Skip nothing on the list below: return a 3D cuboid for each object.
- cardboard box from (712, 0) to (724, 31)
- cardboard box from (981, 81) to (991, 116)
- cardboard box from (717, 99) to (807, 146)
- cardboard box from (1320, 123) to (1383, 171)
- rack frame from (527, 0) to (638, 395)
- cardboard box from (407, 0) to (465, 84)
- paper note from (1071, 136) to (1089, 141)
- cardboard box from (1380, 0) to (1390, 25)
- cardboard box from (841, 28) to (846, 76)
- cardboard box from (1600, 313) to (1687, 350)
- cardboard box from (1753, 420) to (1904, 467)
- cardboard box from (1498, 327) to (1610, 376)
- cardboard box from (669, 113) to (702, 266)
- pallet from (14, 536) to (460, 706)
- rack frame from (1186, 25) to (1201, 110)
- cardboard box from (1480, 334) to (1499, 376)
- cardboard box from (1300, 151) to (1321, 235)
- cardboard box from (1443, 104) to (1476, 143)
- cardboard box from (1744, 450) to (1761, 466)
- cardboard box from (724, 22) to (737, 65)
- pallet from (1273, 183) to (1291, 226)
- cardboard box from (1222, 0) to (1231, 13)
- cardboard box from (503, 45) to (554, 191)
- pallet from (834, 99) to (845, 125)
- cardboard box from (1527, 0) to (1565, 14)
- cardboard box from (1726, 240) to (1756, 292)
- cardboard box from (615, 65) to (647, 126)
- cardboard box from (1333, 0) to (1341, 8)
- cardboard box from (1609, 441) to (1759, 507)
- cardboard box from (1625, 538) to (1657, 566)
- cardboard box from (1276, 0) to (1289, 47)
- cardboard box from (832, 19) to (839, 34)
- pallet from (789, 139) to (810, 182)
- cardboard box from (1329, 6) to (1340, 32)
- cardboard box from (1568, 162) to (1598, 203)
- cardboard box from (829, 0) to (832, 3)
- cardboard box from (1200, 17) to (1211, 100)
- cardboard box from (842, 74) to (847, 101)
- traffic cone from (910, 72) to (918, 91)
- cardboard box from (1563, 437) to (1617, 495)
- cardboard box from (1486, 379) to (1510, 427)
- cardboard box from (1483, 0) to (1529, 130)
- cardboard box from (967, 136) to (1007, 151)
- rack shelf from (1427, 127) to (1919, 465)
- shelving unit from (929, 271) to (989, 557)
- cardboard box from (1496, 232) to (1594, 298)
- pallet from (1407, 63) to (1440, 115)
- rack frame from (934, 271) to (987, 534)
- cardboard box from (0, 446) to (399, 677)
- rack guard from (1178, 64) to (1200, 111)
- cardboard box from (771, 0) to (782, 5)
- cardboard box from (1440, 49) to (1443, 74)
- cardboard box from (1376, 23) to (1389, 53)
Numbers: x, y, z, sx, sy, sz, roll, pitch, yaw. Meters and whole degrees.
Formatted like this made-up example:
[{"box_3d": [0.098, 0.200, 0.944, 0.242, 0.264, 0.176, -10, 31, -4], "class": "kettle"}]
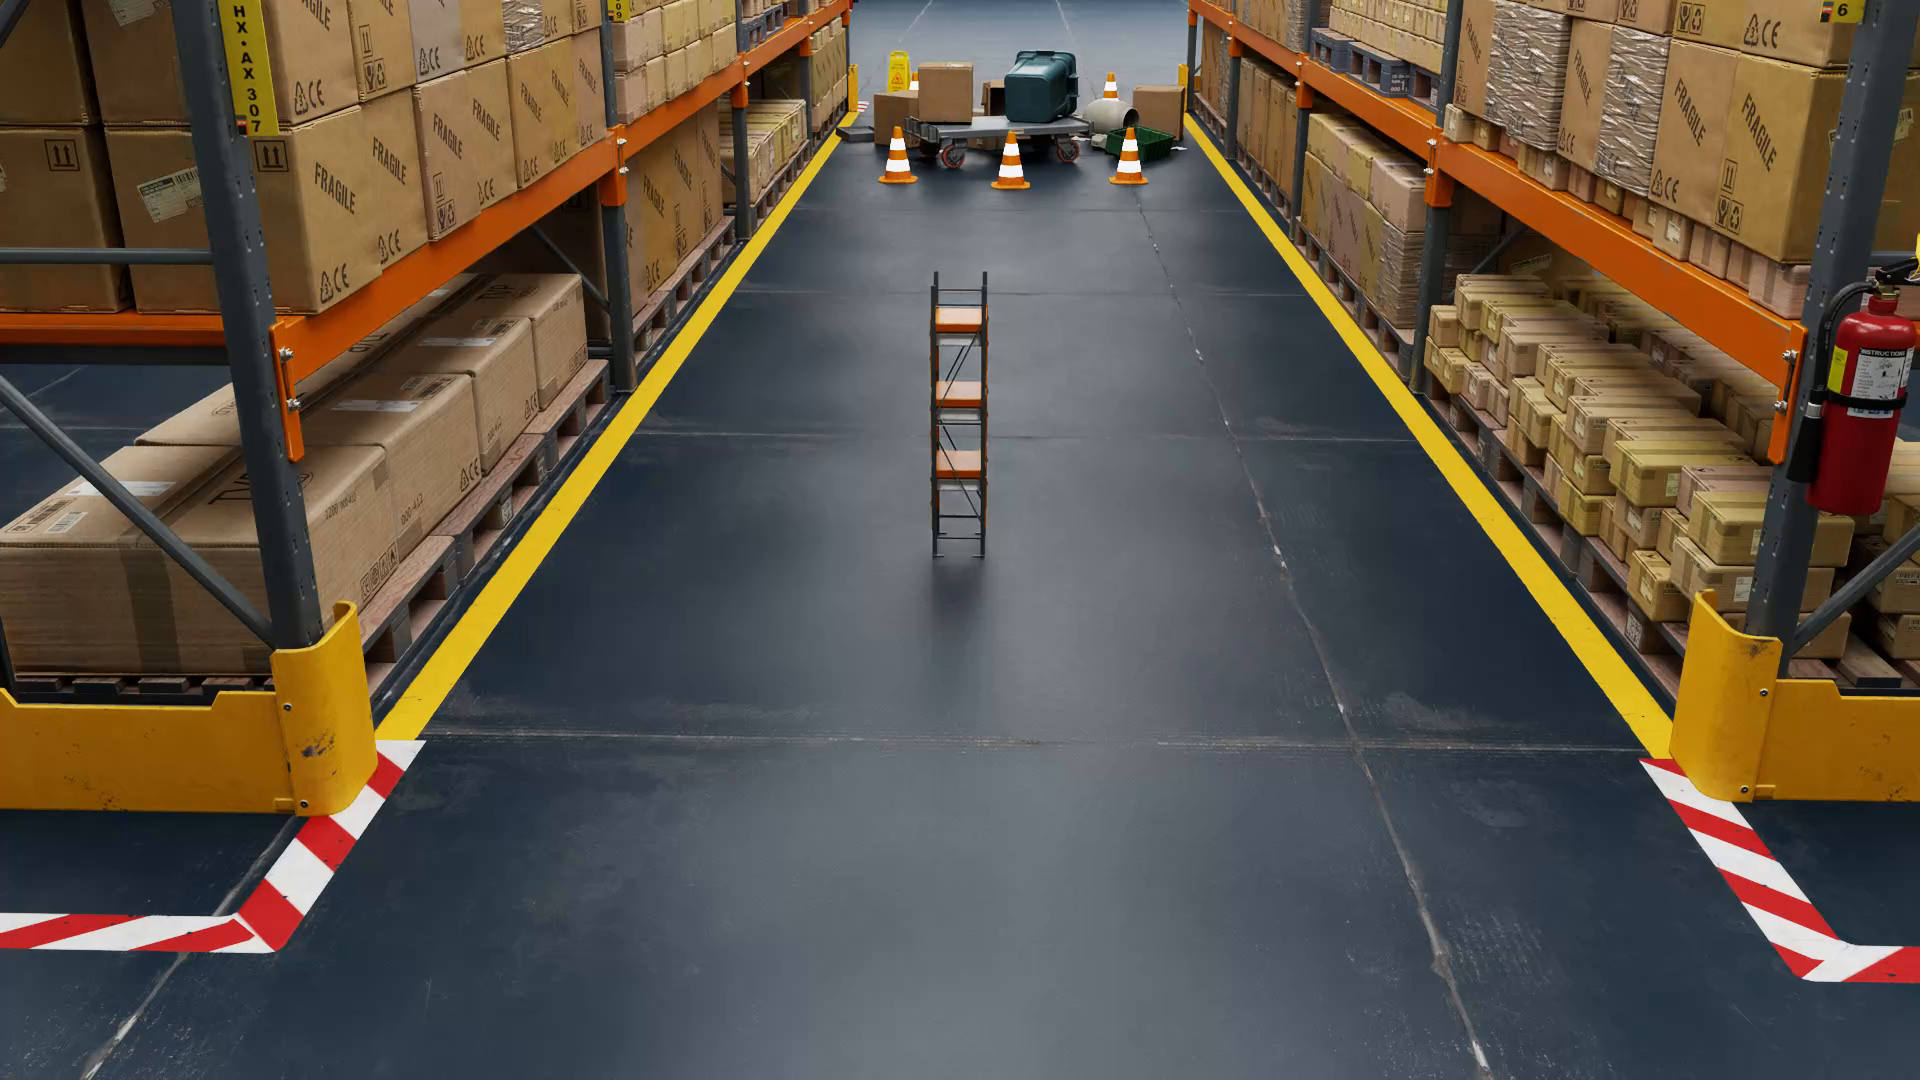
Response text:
[{"box_3d": [-1.807, -3.406, 10.677, 0.500, 0.250, 0.500, 0, 21, 0], "class": "cardboard box"}, {"box_3d": [0.686, -4.672, 17.875, 0.797, 0.503, 0.637, -16, 26, -35], "class": "cardboard box"}, {"box_3d": [-1.926, -3.834, 15.315, 0.950, 0.372, 0.625, 1, 21, 2], "class": "cardboard box"}, {"box_3d": [2.638, -2.539, 10.763, 0.500, 0.250, 0.500, 0, 21, 1], "class": "cardboard box"}, {"box_3d": [-2.156, -2.160, 7.950, 1.000, 3.000, 0.127, 1, 21, 2], "class": "rack frame"}, {"box_3d": [-1.962, -1.770, 5.424, 0.500, 0.500, 0.500, 0, 21, 1], "class": "cardboard box"}, {"box_3d": [1.250, -4.158, 17.214, 0.172, 0.023, 0.155, 8, 23, 20], "class": "paper note"}, {"box_3d": [2.659, -3.070, 9.650, 0.380, 0.149, 0.250, 1, 21, 4], "class": "cardboard box"}, {"box_3d": [-1.555, -5.470, 18.664, 0.500, 0.500, 0.500, 1, 21, 2], "class": "cardboard box"}, {"box_3d": [2.990, -0.879, 7.186, 0.380, 0.149, 0.250, 1, 21, 3], "class": "cardboard box"}, {"box_3d": [2.977, -0.307, 5.712, 0.380, 0.149, 0.250, 0, 21, -1], "class": "cardboard box"}, {"box_3d": [2.477, -0.787, 6.950, 0.380, 0.149, 0.250, 1, 21, 3], "class": "cardboard box"}, {"box_3d": [-2.170, -2.240, 10.513, 0.875, 0.875, 0.875, 1, 21, 2], "class": "cardboard box"}, {"box_3d": [-2.332, 0.296, 5.474, 1.003, 0.211, 1.213, 1, 21, 2], "class": "pallet"}, {"box_3d": [3.160, -6.481, 19.086, 1.000, 3.000, 0.127, 1, 21, 2], "class": "rack frame"}, {"box_3d": [2.574, -0.839, 7.494, 0.380, 0.149, 0.250, 1, 21, 1], "class": "cardboard box"}, {"box_3d": [2.640, -2.366, 11.355, 0.500, 0.500, 0.500, 0, 21, -1], "class": "cardboard box"}, {"box_3d": [2.459, -1.926, 7.694, 0.380, 0.149, 0.250, 1, 21, 4], "class": "cardboard box"}, {"box_3d": [2.959, -0.264, 6.013, 0.380, 0.149, 0.250, 0, 21, -1], "class": "cardboard box"}, {"box_3d": [-1.790, -3.351, 11.226, 0.500, 0.250, 0.500, 0, 21, 0], "class": "cardboard box"}, {"box_3d": [3.016, -2.573, 12.868, 1.003, 0.211, 1.213, 1, 21, 2], "class": "pallet"}, {"box_3d": [3.031, -5.437, 16.188, 0.875, 0.550, 0.550, 1, 21, 2], "class": "cardboard box"}, {"box_3d": [-1.925, -1.668, 6.544, 0.500, 0.500, 0.500, 0, 21, 1], "class": "cardboard box"}, {"box_3d": [-1.853, -4.878, 18.809, 1.003, 0.211, 1.213, 1, 21, 2], "class": "pallet"}, {"box_3d": [2.491, -2.264, 6.285, 0.500, 0.500, 0.500, 1, 21, 3], "class": "cardboard box"}, {"box_3d": [2.446, -0.789, 4.764, 0.380, 0.149, 0.250, 1, 21, 2], "class": "cardboard box"}, {"box_3d": [-1.879, -2.247, 8.379, 0.500, 0.250, 0.500, 0, 21, 0], "class": "cardboard box"}, {"box_3d": [2.701, -3.633, 11.102, 0.380, 0.149, 0.250, 2, 21, 4], "class": "cardboard box"}, {"box_3d": [2.382, -0.220, 5.486, 0.380, 0.149, 0.250, 0, 21, 0], "class": "cardboard box"}, {"box_3d": [2.481, 0.056, 5.599, 0.380, 0.149, 0.250, 1, 21, 1], "class": "cardboard box"}, {"box_3d": [2.678, -3.981, 12.505, 0.500, 0.500, 0.500, 1, 21, 2], "class": "cardboard box"}, {"box_3d": [-1.510, -5.548, 17.968, 0.380, 0.149, 0.250, 1, 21, 3], "class": "cardboard box"}, {"box_3d": [-1.935, -3.471, 15.183, 1.003, 0.211, 1.213, 1, 21, 2], "class": "pallet"}, {"box_3d": [2.701, -3.508, 11.189, 0.380, 0.149, 0.250, 0, 21, 1], "class": "cardboard box"}, {"box_3d": [2.506, -1.352, 6.215, 0.380, 0.149, 0.250, 1, 21, 4], "class": "cardboard box"}, {"box_3d": [-1.558, -5.781, 17.629, 0.380, 0.149, 0.250, 0, 21, 1], "class": "cardboard box"}, {"box_3d": [3.205, -5.440, 18.760, 0.875, 0.875, 0.875, 1, 21, 2], "class": "cardboard box"}, {"box_3d": [-1.547, -5.109, 18.770, 0.500, 0.250, 0.500, 1, 21, 1], "class": "cardboard box"}, {"box_3d": [-0.515, -5.147, 19.154, 0.336, 0.463, 0.334, 1, 21, 2], "class": "traffic cone"}, {"box_3d": [2.421, -0.271, 6.029, 0.380, 0.149, 0.250, 1, 21, 2], "class": "cardboard box"}, {"box_3d": [2.541, -0.602, 7.294, 0.380, 0.149, 0.250, 0, 21, 1], "class": "cardboard box"}, {"box_3d": [2.520, -1.972, 6.916, 0.500, 0.500, 0.500, 1, 21, 2], "class": "cardboard box"}, {"box_3d": [0.257, -4.049, 16.597, 0.258, 0.266, 0.396, -16, 26, -35], "class": "cardboard box"}, {"box_3d": [2.734, -1.084, 6.170, 1.077, 0.370, 4.000, 1, 21, 2], "class": "rack shelf"}, {"box_3d": [-0.002, -0.470, 6.289, 0.215, 1.050, 0.252, 1, 21, 2], "class": "shelving unit"}, {"box_3d": [3.082, -1.437, 8.961, 0.500, 0.500, 0.500, 1, 21, 4], "class": "cardboard box"}, {"box_3d": [2.963, -2.328, 8.646, 1.003, 0.211, 1.213, 1, 21, 2], "class": "pallet"}, {"box_3d": [0.002, -0.514, 6.403, 0.200, 1.050, 0.008, 1, 21, 2], "class": "rack frame"}, {"box_3d": [-2.358, 0.045, 5.228, 0.875, 0.438, 0.875, 0, 21, 0], "class": "cardboard box"}, {"box_3d": [3.160, -5.324, 19.560, 1.175, 0.500, 0.348, 1, 21, 2], "class": "rack guard"}, {"box_3d": [-1.698, -4.574, 13.936, 0.380, 0.149, 0.250, 1, 21, 2], "class": "cardboard box"}, {"box_3d": [2.609, -2.367, 8.249, 0.380, 0.149, 0.250, 0, 21, 0], "class": "cardboard box"}, {"box_3d": [2.653, -2.934, 9.711, 0.380, 0.149, 0.250, 0, 21, 0], "class": "cardboard box"}]
